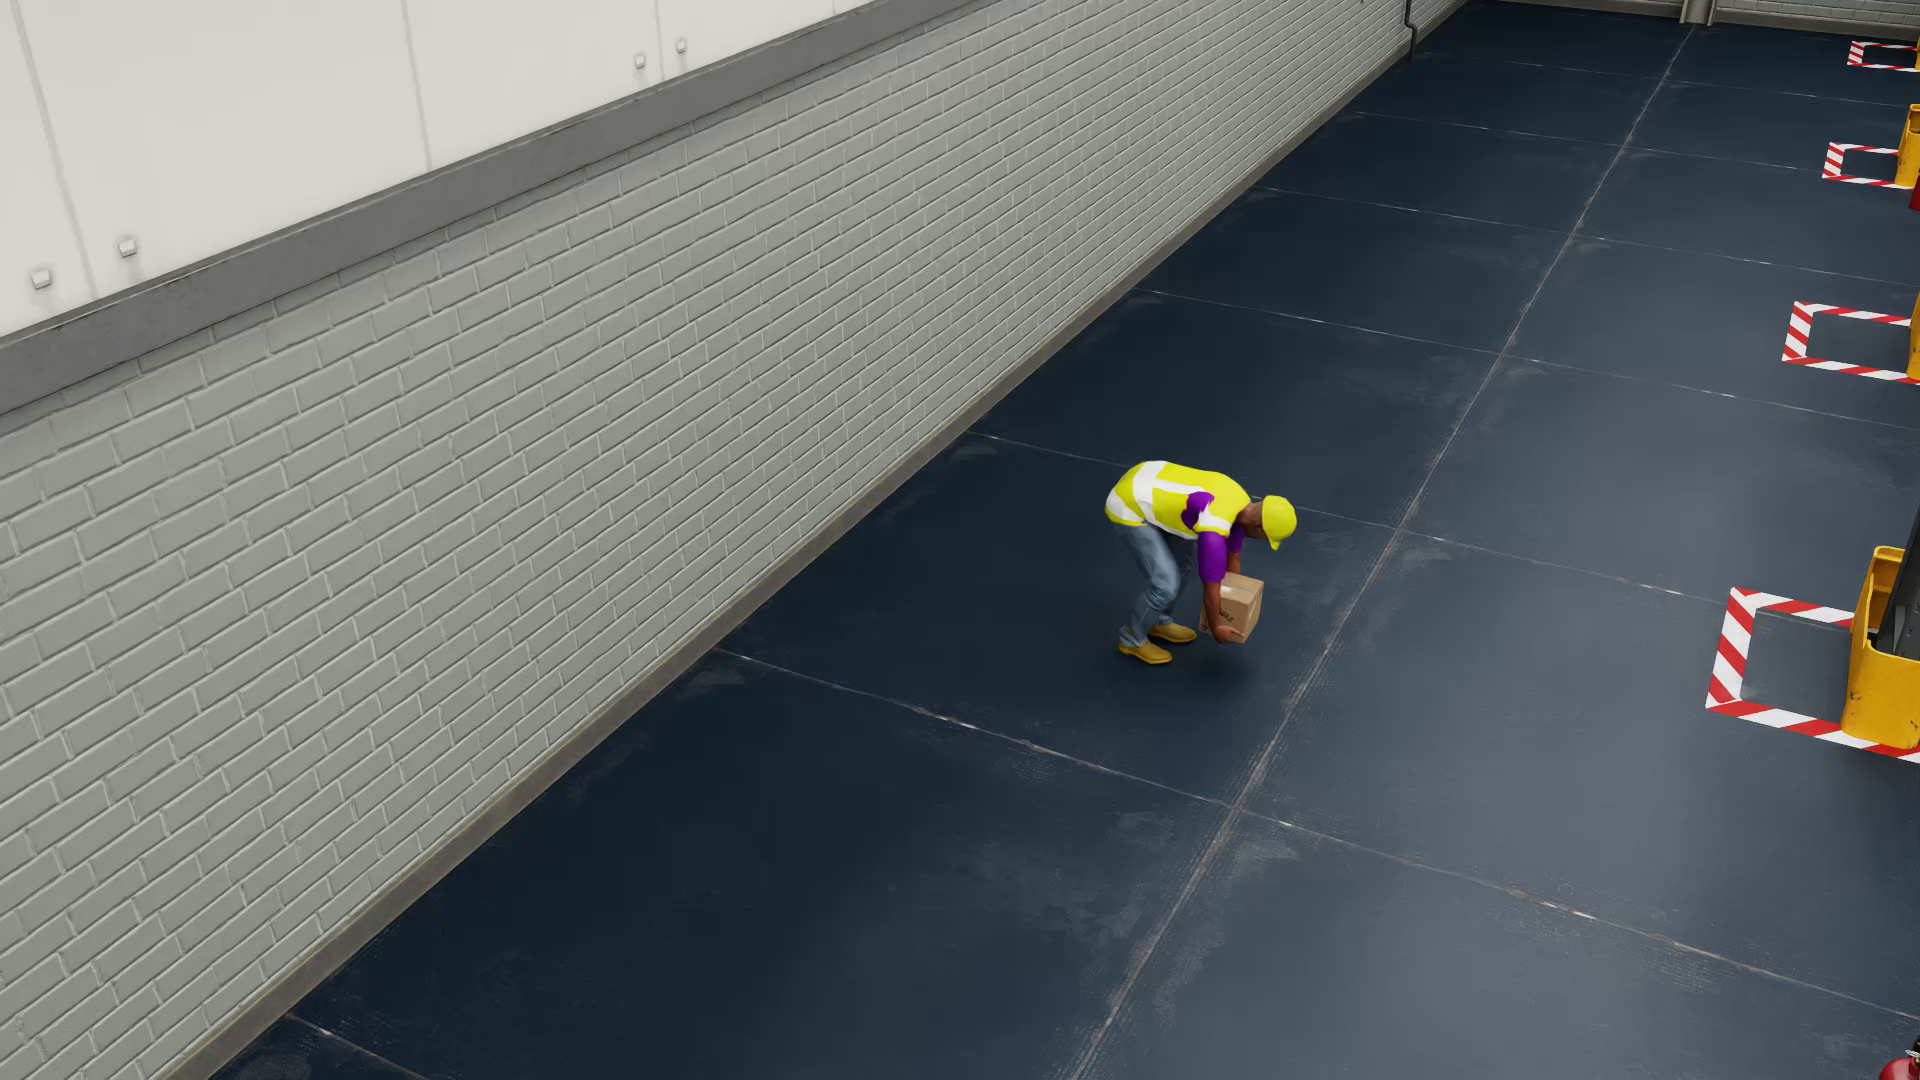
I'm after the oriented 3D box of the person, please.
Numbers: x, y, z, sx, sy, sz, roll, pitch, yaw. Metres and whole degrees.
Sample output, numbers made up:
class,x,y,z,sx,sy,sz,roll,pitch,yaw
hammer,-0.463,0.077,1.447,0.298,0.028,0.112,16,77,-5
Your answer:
class,x,y,z,sx,sy,sz,roll,pitch,yaw
person,1.243,0.139,8.715,0.982,1.076,0.483,13,32,21
